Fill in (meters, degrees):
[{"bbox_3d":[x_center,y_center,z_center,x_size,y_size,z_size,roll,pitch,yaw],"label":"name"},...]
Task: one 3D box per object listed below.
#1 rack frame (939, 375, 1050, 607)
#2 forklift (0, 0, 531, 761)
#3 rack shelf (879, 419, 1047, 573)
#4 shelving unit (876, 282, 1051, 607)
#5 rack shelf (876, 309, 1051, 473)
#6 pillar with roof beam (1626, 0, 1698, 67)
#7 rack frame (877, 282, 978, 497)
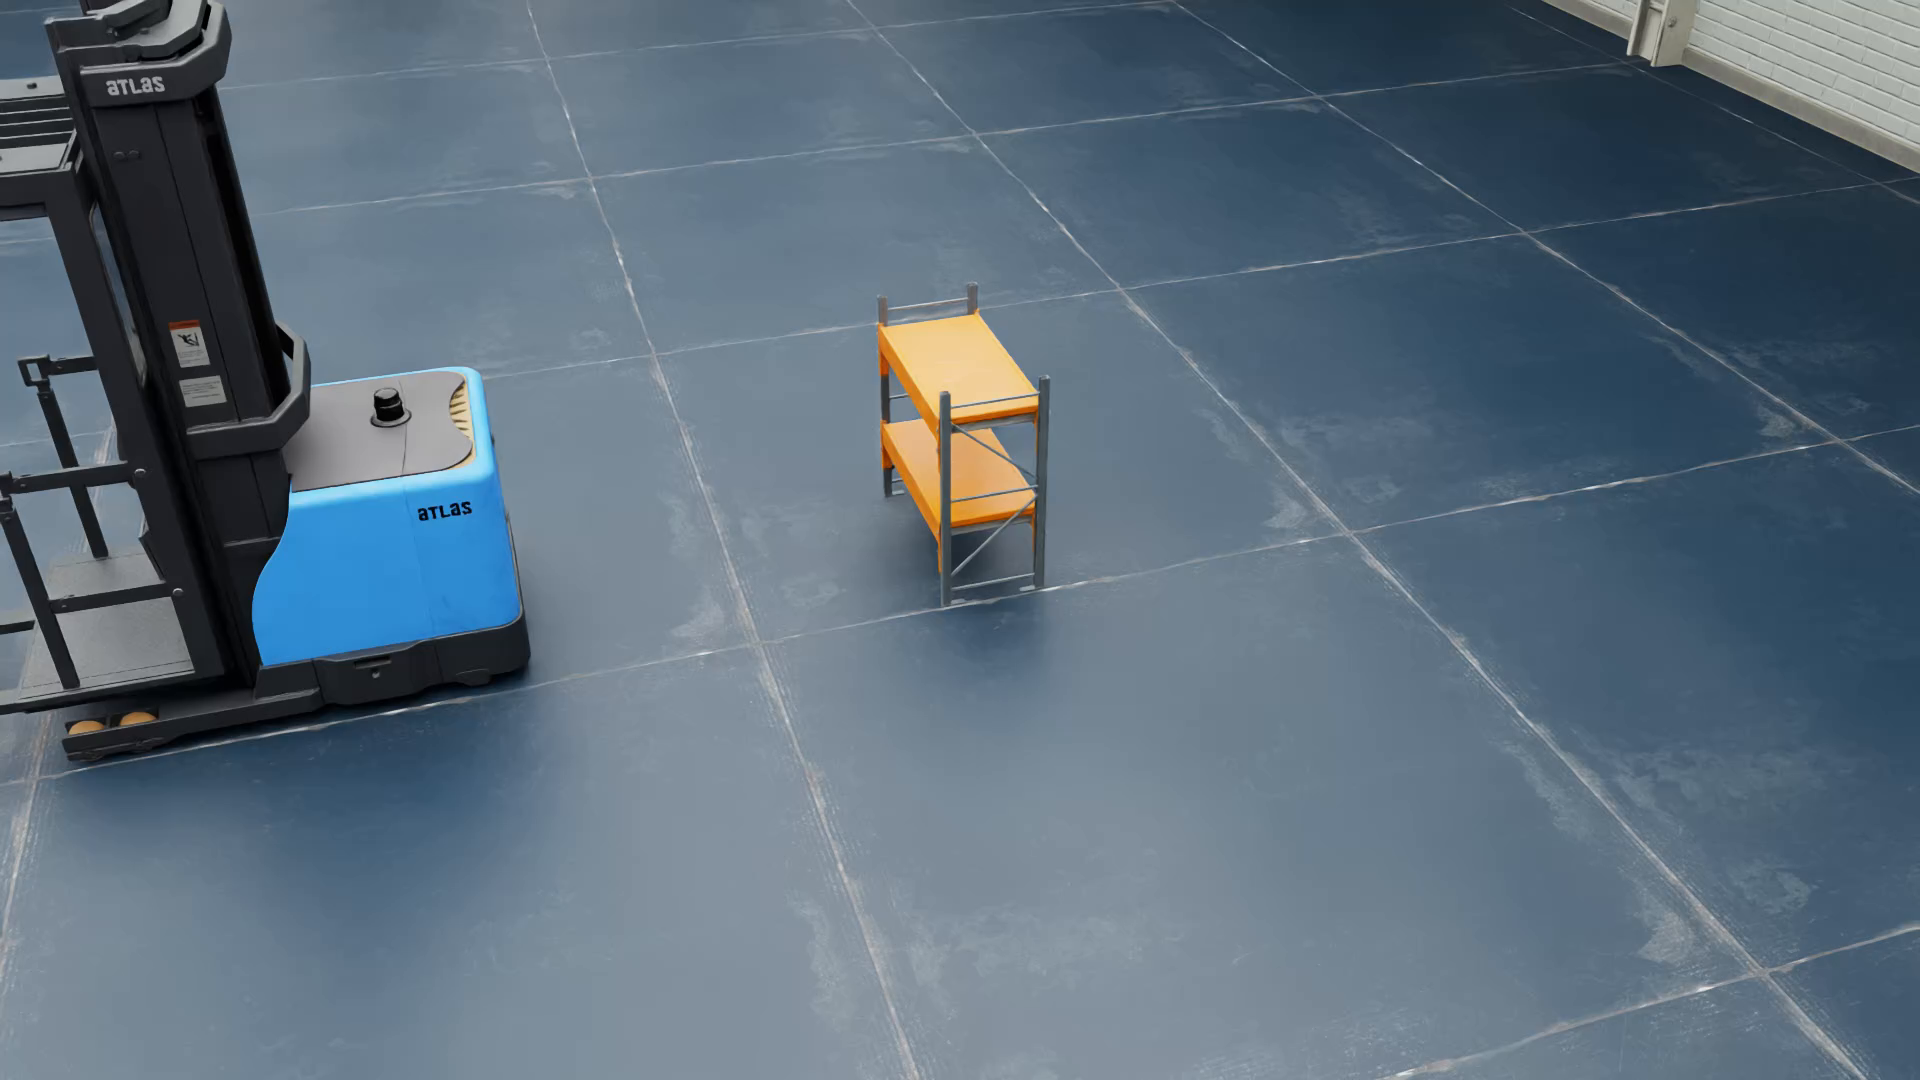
[{"bbox_3d":[0.153,-0.206,7.541,0.500,1.125,0.032,-10,35,-15],"label":"rack frame"},{"bbox_3d":[-3.471,-0.636,6.553,3.031,2.935,1.130,-10,35,-14],"label":"forklift"},{"bbox_3d":[-0.002,-0.269,8.080,0.538,0.278,1.000,-10,35,-15],"label":"rack shelf"},{"bbox_3d":[-0.002,-0.473,7.945,0.538,1.125,1.048,-10,35,-15],"label":"shelving unit"},{"bbox_3d":[-0.002,-0.717,7.784,0.538,0.278,1.000,-10,35,-15],"label":"rack shelf"},{"bbox_3d":[2.031,-7.279,11.103,9.100,9.000,0.400,-10,35,-15],"label":"pillar with roof beam"},{"bbox_3d":[-0.157,-0.740,8.349,0.500,1.125,0.032,-10,35,-15],"label":"rack frame"}]
